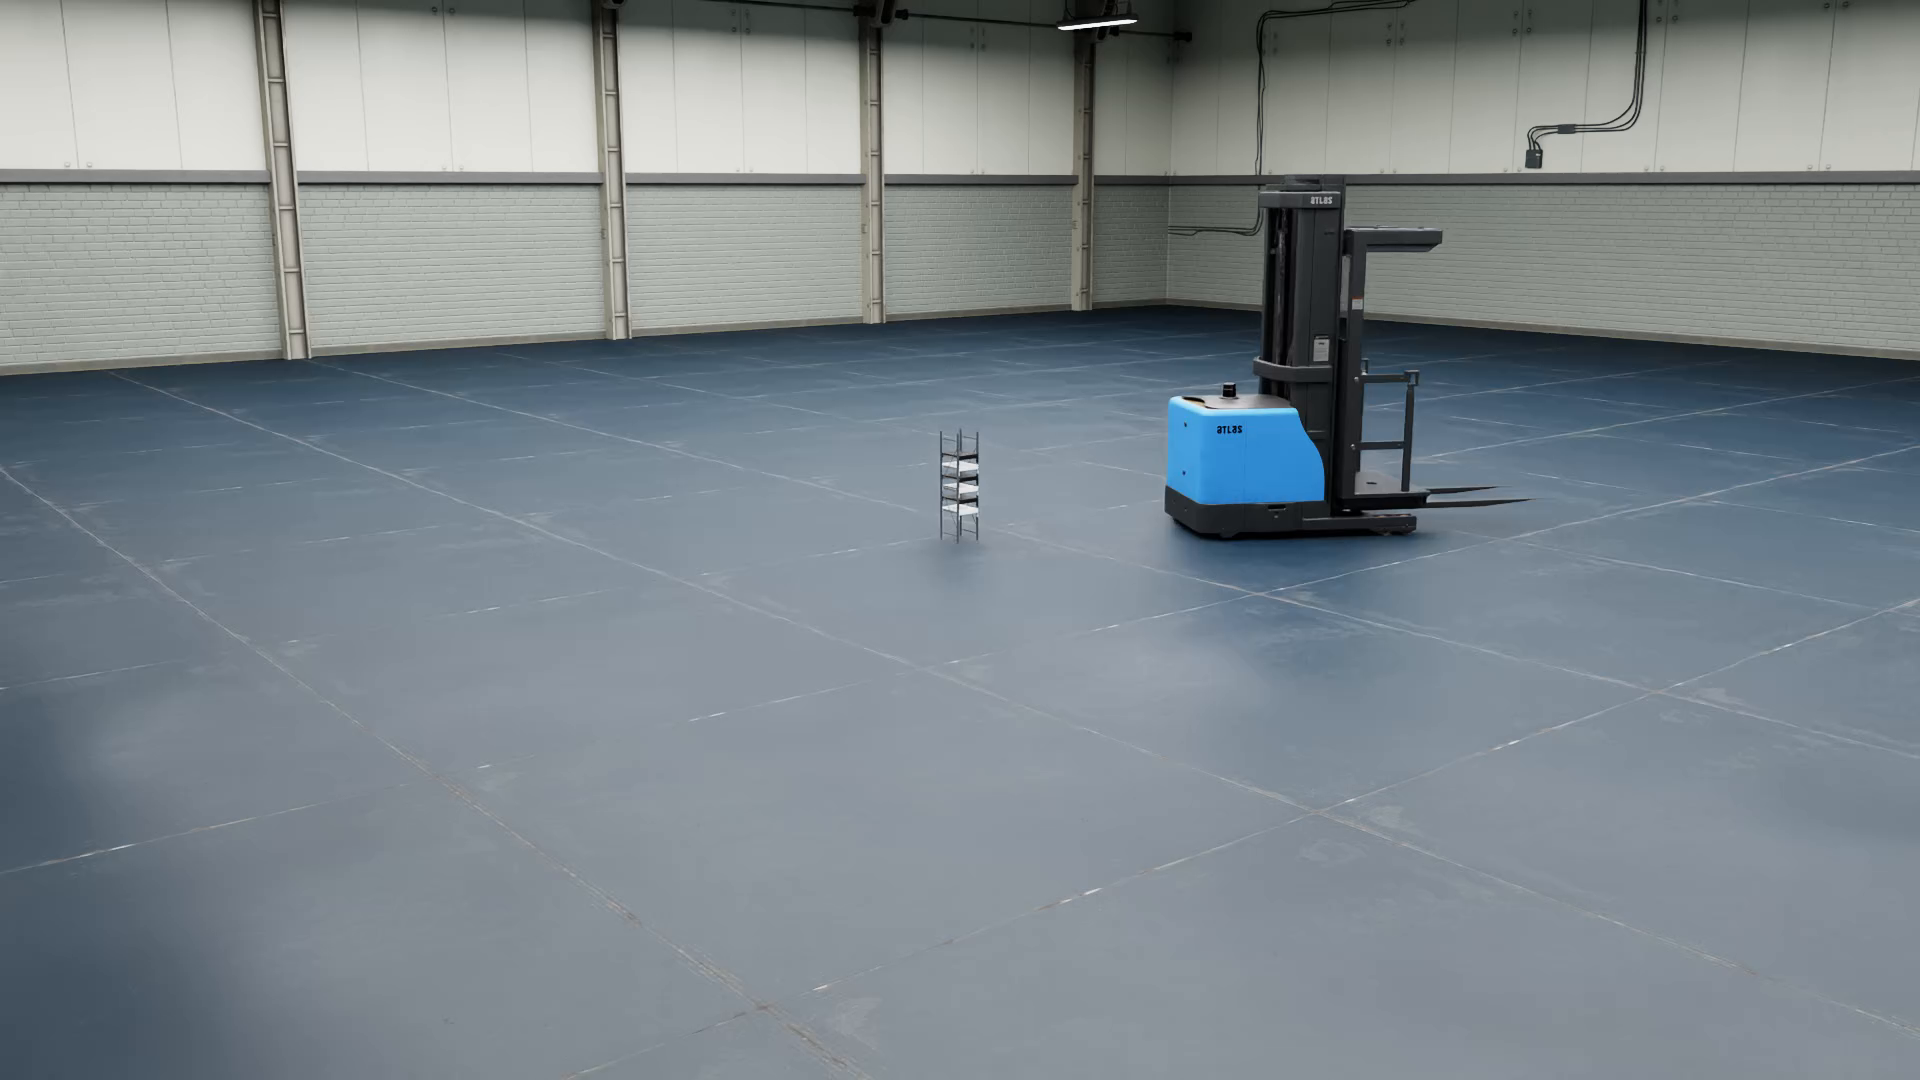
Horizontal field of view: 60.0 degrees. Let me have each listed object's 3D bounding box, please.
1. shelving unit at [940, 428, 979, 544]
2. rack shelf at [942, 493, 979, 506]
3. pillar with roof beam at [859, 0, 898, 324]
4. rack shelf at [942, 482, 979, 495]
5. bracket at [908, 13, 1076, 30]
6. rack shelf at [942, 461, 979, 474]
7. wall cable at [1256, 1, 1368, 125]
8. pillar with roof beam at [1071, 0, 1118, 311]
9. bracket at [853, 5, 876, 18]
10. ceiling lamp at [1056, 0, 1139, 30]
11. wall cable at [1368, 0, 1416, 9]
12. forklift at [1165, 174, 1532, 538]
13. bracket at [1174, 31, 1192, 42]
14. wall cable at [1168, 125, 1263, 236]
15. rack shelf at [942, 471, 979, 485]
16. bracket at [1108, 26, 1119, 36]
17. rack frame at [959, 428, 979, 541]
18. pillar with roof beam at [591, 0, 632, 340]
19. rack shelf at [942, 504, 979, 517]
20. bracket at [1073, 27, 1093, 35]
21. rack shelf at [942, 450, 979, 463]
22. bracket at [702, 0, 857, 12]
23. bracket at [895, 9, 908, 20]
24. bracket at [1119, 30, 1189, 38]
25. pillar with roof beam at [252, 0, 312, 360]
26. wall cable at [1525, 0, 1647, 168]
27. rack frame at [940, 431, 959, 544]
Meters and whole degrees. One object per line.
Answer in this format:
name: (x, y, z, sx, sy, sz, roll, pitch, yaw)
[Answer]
shelving unit: (-0.006, -0.439, 13.530, 0.210, 0.900, 0.258, -9, 15, -38)
rack shelf: (-0.006, -0.318, 13.556, 0.200, 0.077, 0.258, -9, 15, -38)
pillar with roof beam: (0.857, -8.333, 31.206, 0.548, 9.000, 9.100, -9, 15, -38)
rack shelf: (-0.006, -0.407, 13.537, 0.200, 0.077, 0.258, -9, 15, -38)
bracket: (0.739, -11.125, 35.688, 4.783, 0.066, 0.076, -9, 15, -38)
rack shelf: (-0.006, -0.583, 13.500, 0.200, 0.077, 0.258, -9, 15, -38)
wall cable: (7.670, -10.490, 36.683, 0.112, 2.526, 3.097, -9, 15, -38)
pillar with roof beam: (5.543, -9.111, 34.873, 0.548, 9.000, 9.100, -9, 15, -38)
bracket: (-1.934, -10.680, 33.596, 0.430, 0.232, 0.235, -9, 15, -38)
ceiling lamp: (2.803, -11.393, 31.566, 0.800, 3.185, 2.000, -9, 15, -38)
wall cable: (9.603, -12.213, 33.847, 0.112, 2.526, 3.097, -9, 15, -38)
forklift: (3.344, -1.577, 13.997, 3.031, 2.935, 1.130, -2, 12, -10)
bracket: (5.250, -11.874, 39.218, 0.430, 0.232, 0.235, -9, 15, -38)
wall cable: (5.980, -8.458, 39.274, 0.112, 2.526, 3.097, -9, 15, -38)
rack shelf: (-0.006, -0.495, 13.519, 0.200, 0.077, 0.258, -9, 15, -38)
bracket: (3.399, -11.567, 37.770, 0.430, 0.232, 0.235, -9, 15, -38)
rack frame: (0.073, -0.452, 13.592, 0.006, 0.900, 0.240, -9, 15, -38)
pillar with roof beam: (-3.828, -7.554, 27.540, 0.548, 9.000, 9.100, -9, 15, -38)
rack shelf: (-0.006, -0.230, 13.575, 0.200, 0.077, 0.258, -9, 15, -38)
bracket: (2.751, -11.459, 37.262, 0.430, 0.232, 0.235, -9, 15, -38)
rack shelf: (-0.006, -0.671, 13.481, 0.200, 0.077, 0.258, -9, 15, -38)
bracket: (-3.946, -10.346, 32.021, 4.783, 0.066, 0.076, -9, 15, -38)
bracket: (-1.286, -10.788, 34.103, 0.430, 0.232, 0.235, -9, 15, -38)
bracket: (4.789, -11.797, 38.857, 3.189, 0.066, 0.076, -9, 15, -38)
pillar with roof beam: (-8.513, -6.776, 23.873, 0.400, 9.000, 9.100, -9, 15, -38)
wall cable: (11.898, -10.099, 31.337, 0.169, 6.003, 2.305, -9, 15, -38)
rack frame: (-0.086, -0.426, 13.468, 0.006, 0.900, 0.240, -9, 15, -38)
